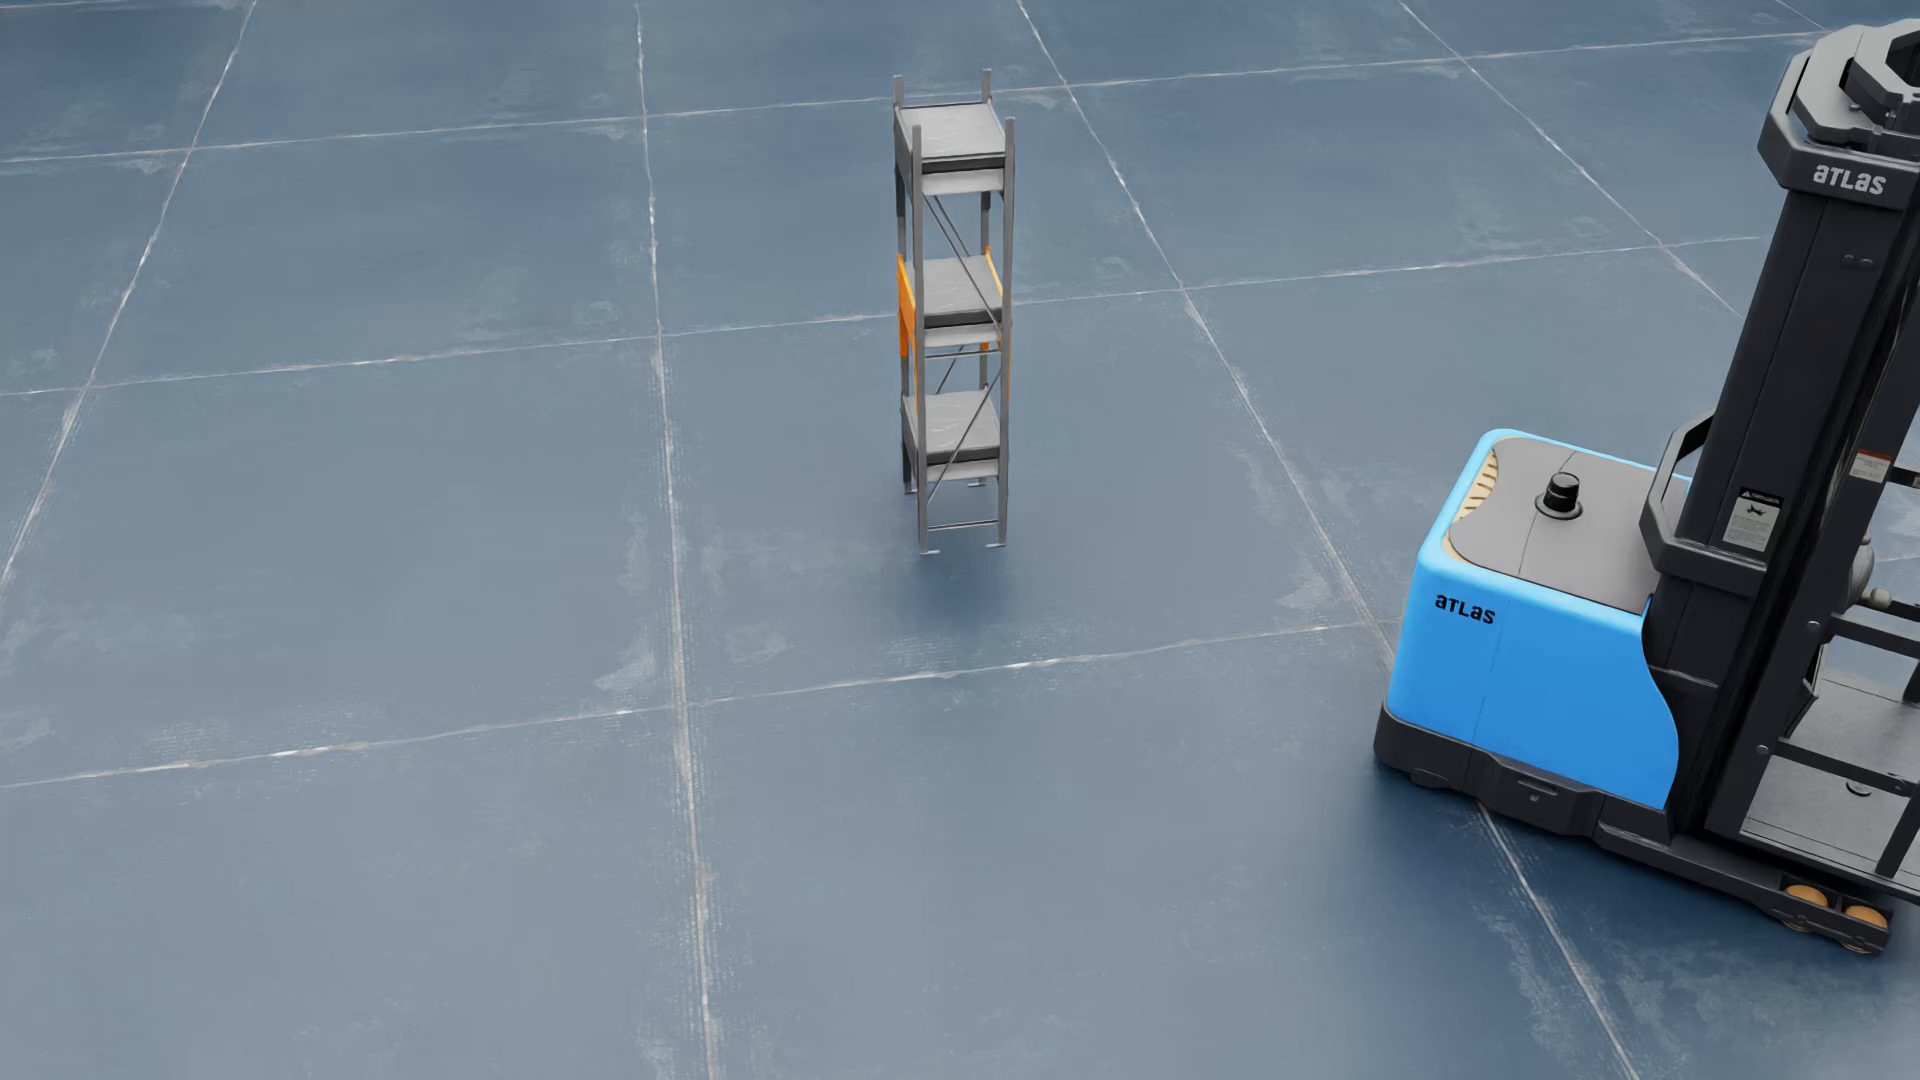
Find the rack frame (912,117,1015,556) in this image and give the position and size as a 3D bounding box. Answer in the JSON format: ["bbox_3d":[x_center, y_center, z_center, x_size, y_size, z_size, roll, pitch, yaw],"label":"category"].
[{"bbox_3d":[0.014,-0.782,7.045,0.400,2.100,0.015,-6,38,-8],"label":"rack frame"}]

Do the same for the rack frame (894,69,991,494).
[{"bbox_3d":[-0.072,-1.077,7.424,0.400,2.100,0.015,-6,38,-8],"label":"rack frame"}]

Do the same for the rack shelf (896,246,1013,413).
[{"bbox_3d":[-0.029,-0.918,7.243,0.431,0.518,0.480,-6,38,-8],"label":"rack shelf"}]

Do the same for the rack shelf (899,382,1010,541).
[{"bbox_3d":[-0.029,-0.366,7.672,0.431,0.518,0.480,-6,38,-8],"label":"rack shelf"}]

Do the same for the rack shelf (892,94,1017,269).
[{"bbox_3d":[-0.029,-1.471,6.813,0.431,0.518,0.480,-6,38,-8],"label":"rack shelf"}]

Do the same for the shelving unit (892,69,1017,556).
[{"bbox_3d":[-0.029,-0.929,7.235,0.431,2.100,0.503,-6,38,-8],"label":"shelving unit"}]

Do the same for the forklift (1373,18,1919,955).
[{"bbox_3d":[3.174,-0.076,5.458,3.031,2.935,1.130,19,42,23],"label":"forklift"}]
